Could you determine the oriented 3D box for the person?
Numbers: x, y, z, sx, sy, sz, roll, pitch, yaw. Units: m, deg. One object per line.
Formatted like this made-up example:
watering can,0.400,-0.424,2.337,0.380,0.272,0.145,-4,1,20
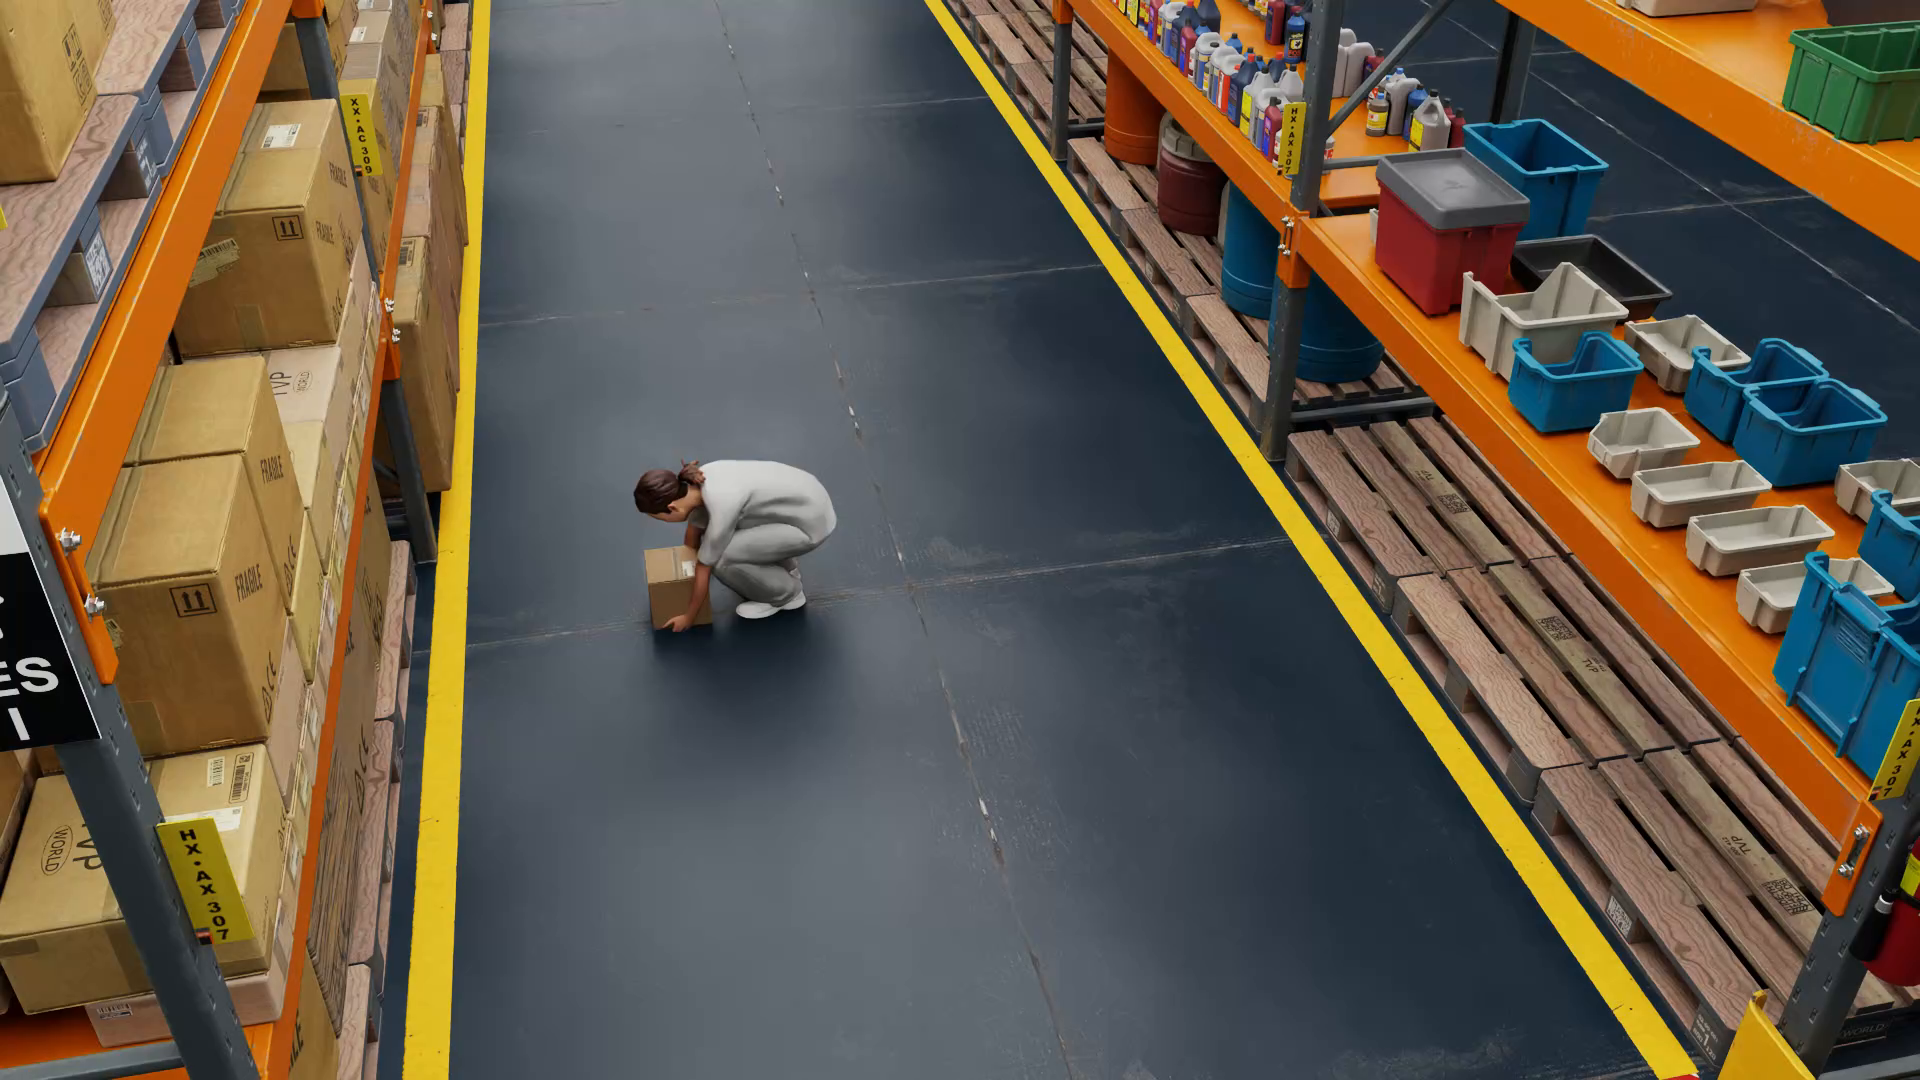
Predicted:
person,-0.935,-0.010,7.047,0.828,0.816,0.460,-8,35,-11
